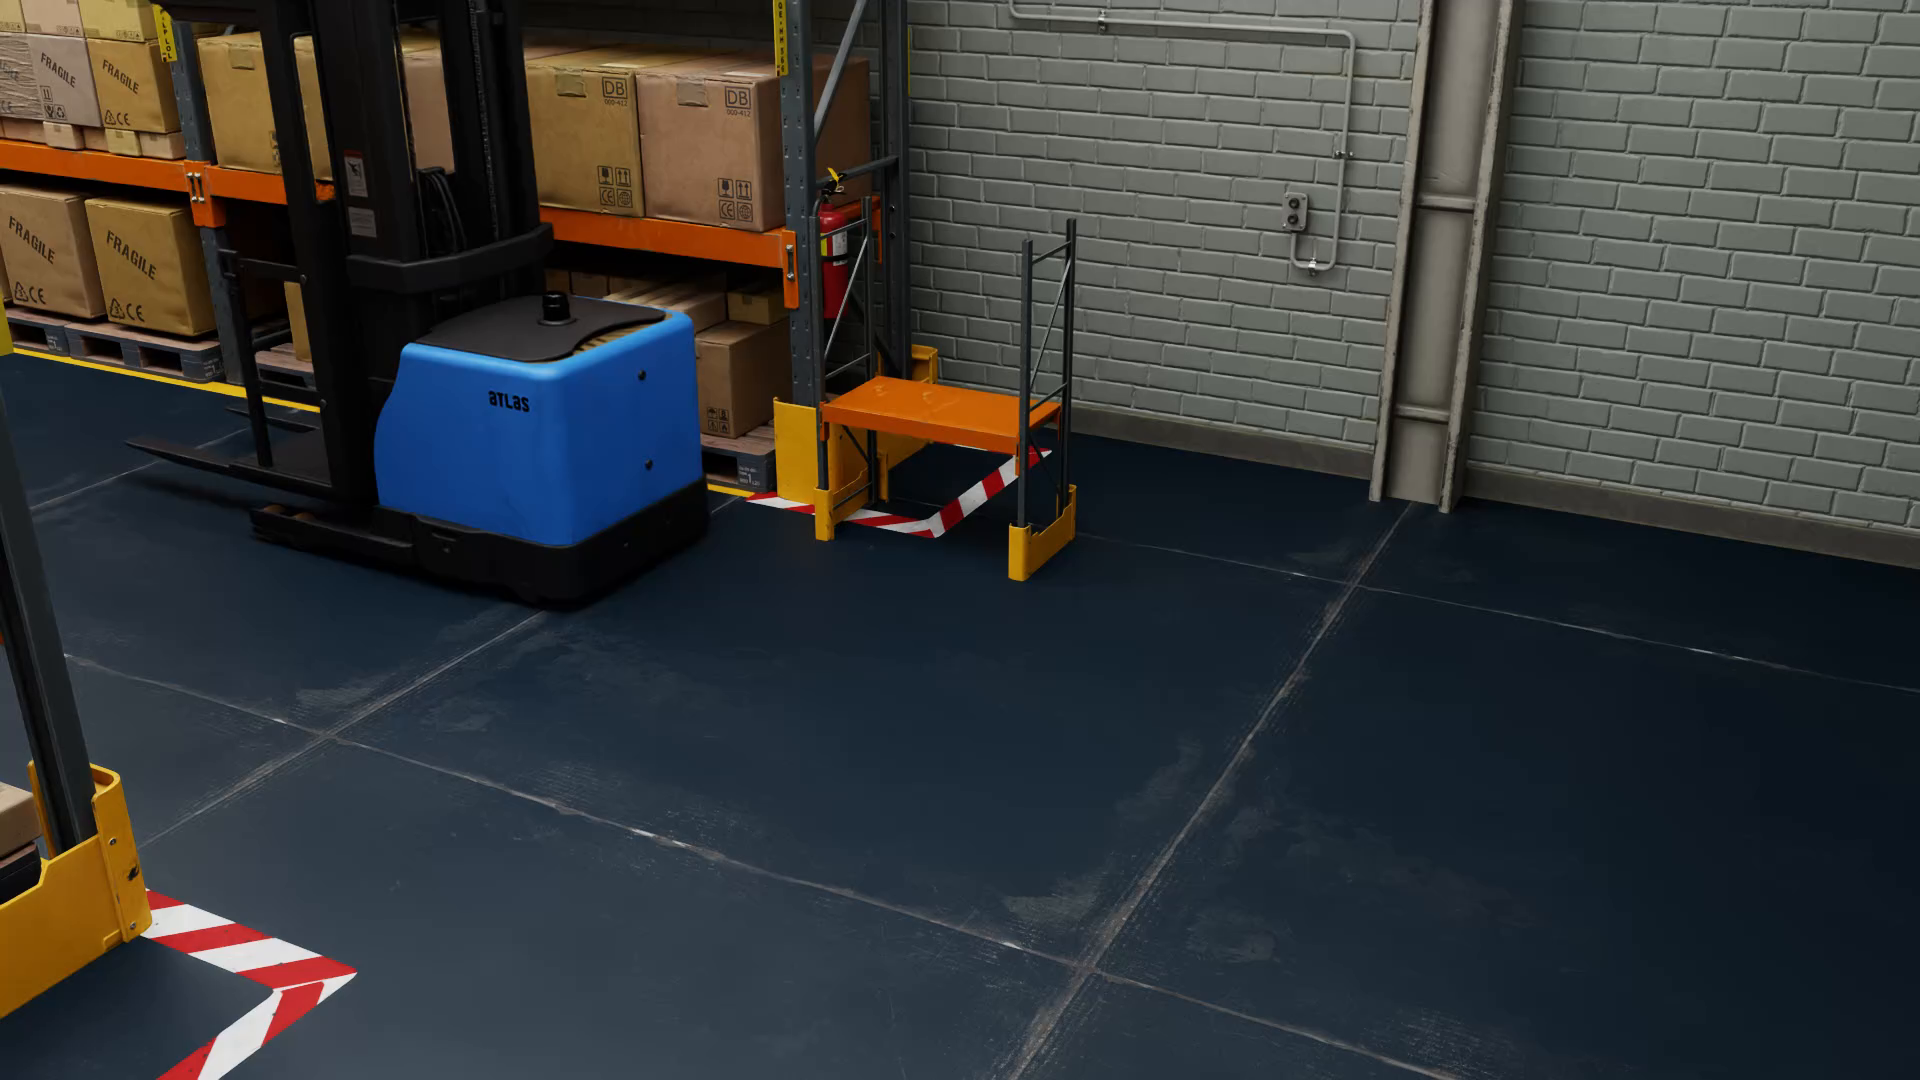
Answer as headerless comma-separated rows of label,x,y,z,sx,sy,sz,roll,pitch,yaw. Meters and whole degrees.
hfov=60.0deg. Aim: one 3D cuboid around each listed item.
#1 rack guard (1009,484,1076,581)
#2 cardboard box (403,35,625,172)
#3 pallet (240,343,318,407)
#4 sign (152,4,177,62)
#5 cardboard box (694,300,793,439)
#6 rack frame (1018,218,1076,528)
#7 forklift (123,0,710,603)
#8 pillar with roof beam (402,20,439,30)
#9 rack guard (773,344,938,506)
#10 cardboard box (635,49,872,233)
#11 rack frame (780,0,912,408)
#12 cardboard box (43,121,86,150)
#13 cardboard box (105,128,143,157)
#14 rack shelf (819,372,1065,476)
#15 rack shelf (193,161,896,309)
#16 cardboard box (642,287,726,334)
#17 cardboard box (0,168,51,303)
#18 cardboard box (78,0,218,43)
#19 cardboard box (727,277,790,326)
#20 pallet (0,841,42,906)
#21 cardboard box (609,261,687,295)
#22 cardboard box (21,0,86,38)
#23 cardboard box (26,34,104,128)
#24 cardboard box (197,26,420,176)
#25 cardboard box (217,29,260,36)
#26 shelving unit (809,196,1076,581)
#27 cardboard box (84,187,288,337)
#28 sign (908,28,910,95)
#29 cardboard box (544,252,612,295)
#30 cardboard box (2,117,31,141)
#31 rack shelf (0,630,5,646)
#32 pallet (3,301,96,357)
rack guard,0.376,-0.041,7.526,0.087,0.250,0.587,11,25,25
cardboard box,-2.325,-2.258,8.845,0.700,0.700,0.980,10,25,22
pallet,-3.462,-1.033,9.909,1.213,0.211,1.003,11,25,25
sign,-4.341,-2.783,9.083,0.005,0.325,0.100,11,25,25
cardboard box,-1.205,-0.903,8.698,0.500,0.500,0.700,11,25,25
rack frame,0.378,-0.615,7.281,0.032,1.500,0.500,11,25,25
forklift,-2.712,-1.476,7.476,3.031,2.935,1.130,12,26,26
pillar with roof beam,-5.032,-3.913,5.454,0.400,9.000,9.100,11,25,25
rack guard,-0.514,-0.617,8.562,0.348,0.500,1.175,11,25,25
cardboard box,-0.995,-1.996,8.227,0.700,0.700,0.980,12,26,27
rack frame,-0.535,-1.771,8.083,0.127,3.000,1.000,11,25,25
cardboard box,-5.243,-2.456,9.988,0.250,0.149,0.380,11,25,25
cardboard box,-4.770,-2.369,9.782,0.250,0.149,0.380,12,26,26
rack shelf,-0.076,-0.540,7.562,1.000,0.185,0.538,11,25,25
rack shelf,-2.320,-1.794,9.054,4.000,0.370,1.077,11,25,25
cardboard box,-1.402,-1.161,8.475,0.250,0.149,0.380,11,25,24
cardboard box,-6.299,-2.056,10.961,0.750,0.750,0.750,11,25,24
cardboard box,-4.637,-3.008,9.499,0.500,0.250,0.500,12,26,26
cardboard box,-1.003,-1.249,8.684,0.250,0.149,0.380,11,26,25
pallet,-3.547,1.089,4.920,1.213,0.211,1.003,11,25,25
cardboard box,-1.679,-1.383,8.998,0.250,0.149,0.380,11,26,25
cardboard box,-5.089,-3.102,9.719,0.500,0.250,0.500,12,26,26
cardboard box,-5.090,-2.750,9.850,0.500,0.500,0.500,11,26,25
cardboard box,-3.628,-2.514,9.446,0.700,0.700,0.980,12,26,25
cardboard box,-4.402,-2.839,10.060,0.500,0.500,0.500,10,25,23
shelving unit,-0.068,-0.704,7.488,1.083,1.500,0.587,11,25,25
cardboard box,-4.744,-1.751,10.245,0.750,0.750,0.750,12,26,25
sign,-0.280,-2.399,8.351,0.005,0.325,0.100,11,25,25
cardboard box,-2.136,-1.473,9.208,0.250,0.149,0.380,11,26,25
cardboard box,-5.648,-2.572,10.260,0.250,0.149,0.380,10,25,23
rack shelf,-4.552,-0.063,4.984,4.000,0.370,1.077,11,25,25
pallet,-5.920,-1.519,11.053,1.213,0.211,1.003,11,25,25
